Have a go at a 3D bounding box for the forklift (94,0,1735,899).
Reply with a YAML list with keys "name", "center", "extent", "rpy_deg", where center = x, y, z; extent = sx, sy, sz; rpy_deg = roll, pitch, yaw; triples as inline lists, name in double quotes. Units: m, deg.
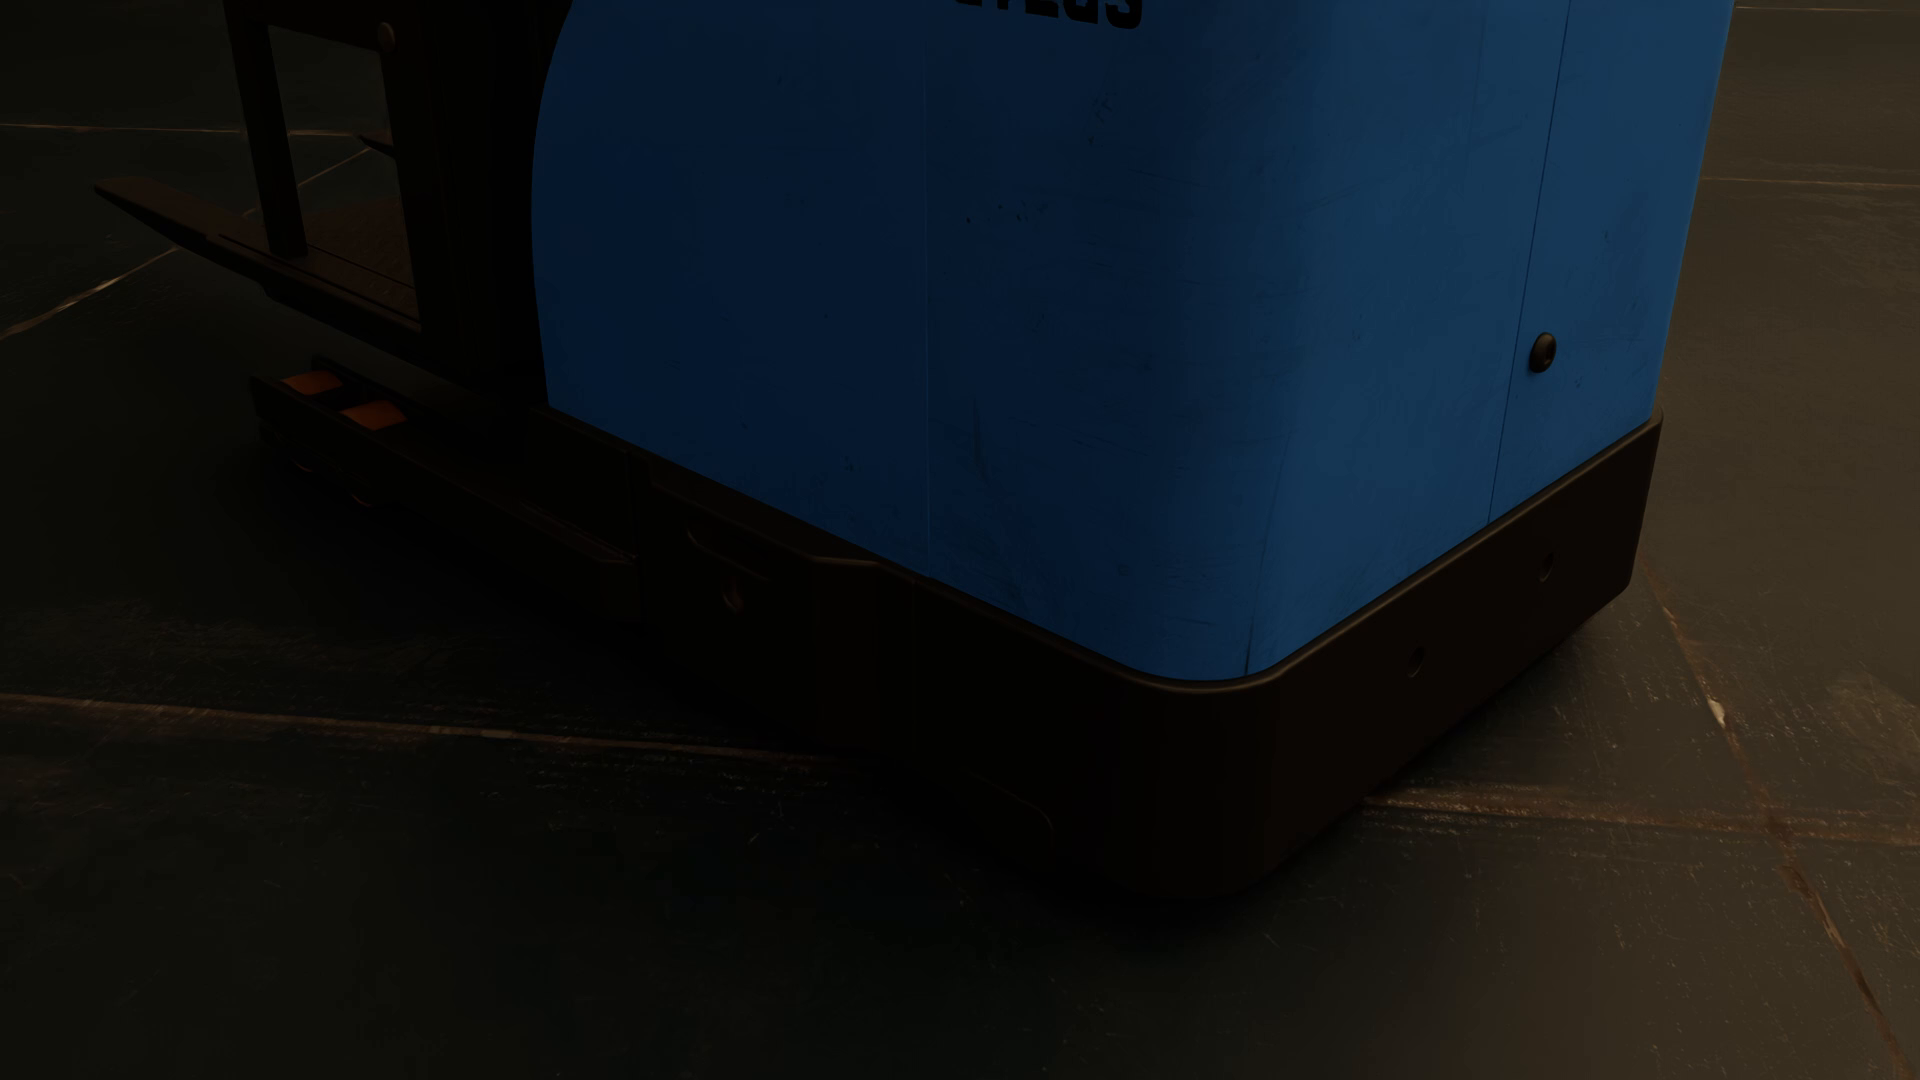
- name: "forklift"
  center: [-0.507, -1.510, 2.244]
  extent: [3.031, 2.935, 1.130]
  rpy_deg: [23, 35, 38]
